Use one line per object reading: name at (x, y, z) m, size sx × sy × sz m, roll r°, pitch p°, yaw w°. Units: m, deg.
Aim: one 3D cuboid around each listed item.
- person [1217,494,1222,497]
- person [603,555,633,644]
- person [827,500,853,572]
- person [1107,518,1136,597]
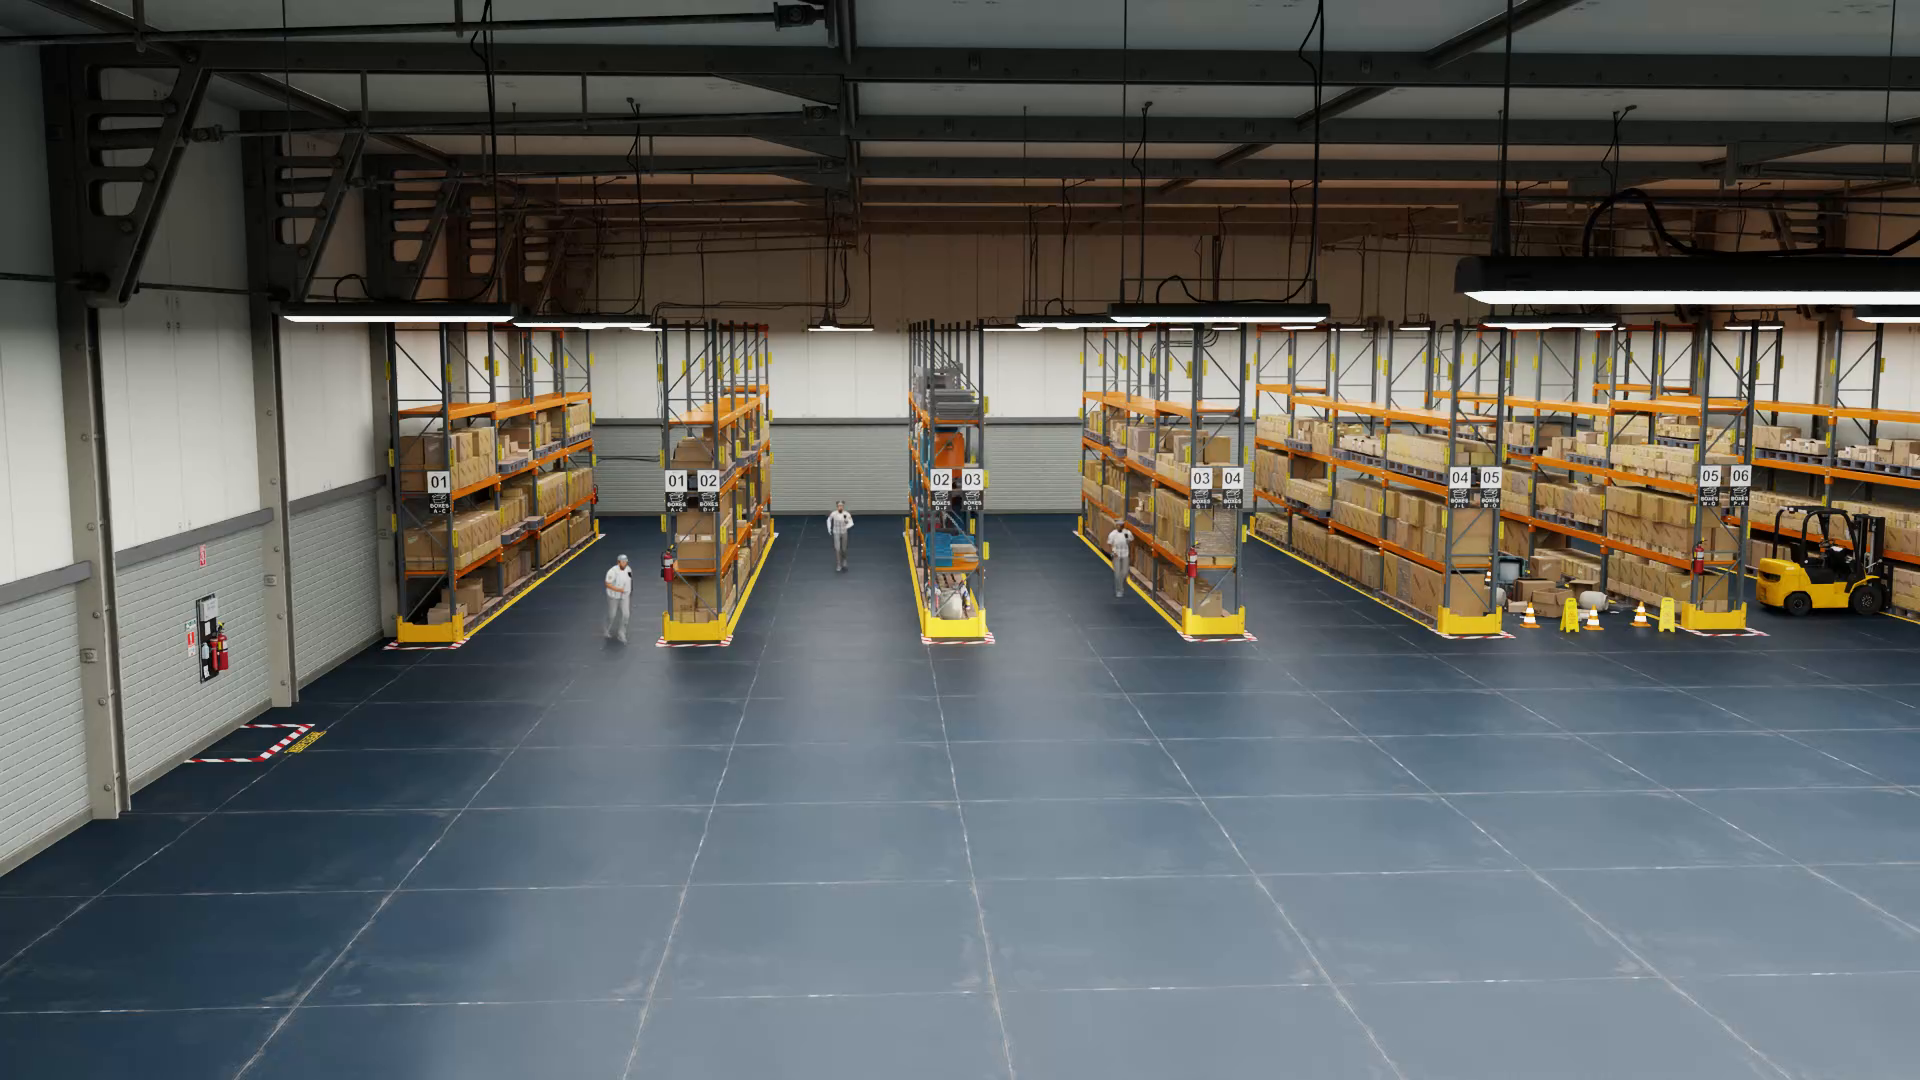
person at (7.049, -0.795, 45.787) m, size 0.655 × 1.741 × 0.541 m, roll -1°, pitch 7°, yaw -12°
person at (-6.405, 1.084, 31.158) m, size 0.586 × 1.668 × 0.856 m, roll -4°, pitch 8°, yaw -31°
person at (-2.921, -0.122, 40.594) m, size 0.637 × 1.714 × 0.809 m, roll 0°, pitch 7°, yaw -2°
person at (3.338, 0.358, 34.570) m, size 0.575 × 1.671 × 0.484 m, roll -1°, pitch 7°, yaw -4°
